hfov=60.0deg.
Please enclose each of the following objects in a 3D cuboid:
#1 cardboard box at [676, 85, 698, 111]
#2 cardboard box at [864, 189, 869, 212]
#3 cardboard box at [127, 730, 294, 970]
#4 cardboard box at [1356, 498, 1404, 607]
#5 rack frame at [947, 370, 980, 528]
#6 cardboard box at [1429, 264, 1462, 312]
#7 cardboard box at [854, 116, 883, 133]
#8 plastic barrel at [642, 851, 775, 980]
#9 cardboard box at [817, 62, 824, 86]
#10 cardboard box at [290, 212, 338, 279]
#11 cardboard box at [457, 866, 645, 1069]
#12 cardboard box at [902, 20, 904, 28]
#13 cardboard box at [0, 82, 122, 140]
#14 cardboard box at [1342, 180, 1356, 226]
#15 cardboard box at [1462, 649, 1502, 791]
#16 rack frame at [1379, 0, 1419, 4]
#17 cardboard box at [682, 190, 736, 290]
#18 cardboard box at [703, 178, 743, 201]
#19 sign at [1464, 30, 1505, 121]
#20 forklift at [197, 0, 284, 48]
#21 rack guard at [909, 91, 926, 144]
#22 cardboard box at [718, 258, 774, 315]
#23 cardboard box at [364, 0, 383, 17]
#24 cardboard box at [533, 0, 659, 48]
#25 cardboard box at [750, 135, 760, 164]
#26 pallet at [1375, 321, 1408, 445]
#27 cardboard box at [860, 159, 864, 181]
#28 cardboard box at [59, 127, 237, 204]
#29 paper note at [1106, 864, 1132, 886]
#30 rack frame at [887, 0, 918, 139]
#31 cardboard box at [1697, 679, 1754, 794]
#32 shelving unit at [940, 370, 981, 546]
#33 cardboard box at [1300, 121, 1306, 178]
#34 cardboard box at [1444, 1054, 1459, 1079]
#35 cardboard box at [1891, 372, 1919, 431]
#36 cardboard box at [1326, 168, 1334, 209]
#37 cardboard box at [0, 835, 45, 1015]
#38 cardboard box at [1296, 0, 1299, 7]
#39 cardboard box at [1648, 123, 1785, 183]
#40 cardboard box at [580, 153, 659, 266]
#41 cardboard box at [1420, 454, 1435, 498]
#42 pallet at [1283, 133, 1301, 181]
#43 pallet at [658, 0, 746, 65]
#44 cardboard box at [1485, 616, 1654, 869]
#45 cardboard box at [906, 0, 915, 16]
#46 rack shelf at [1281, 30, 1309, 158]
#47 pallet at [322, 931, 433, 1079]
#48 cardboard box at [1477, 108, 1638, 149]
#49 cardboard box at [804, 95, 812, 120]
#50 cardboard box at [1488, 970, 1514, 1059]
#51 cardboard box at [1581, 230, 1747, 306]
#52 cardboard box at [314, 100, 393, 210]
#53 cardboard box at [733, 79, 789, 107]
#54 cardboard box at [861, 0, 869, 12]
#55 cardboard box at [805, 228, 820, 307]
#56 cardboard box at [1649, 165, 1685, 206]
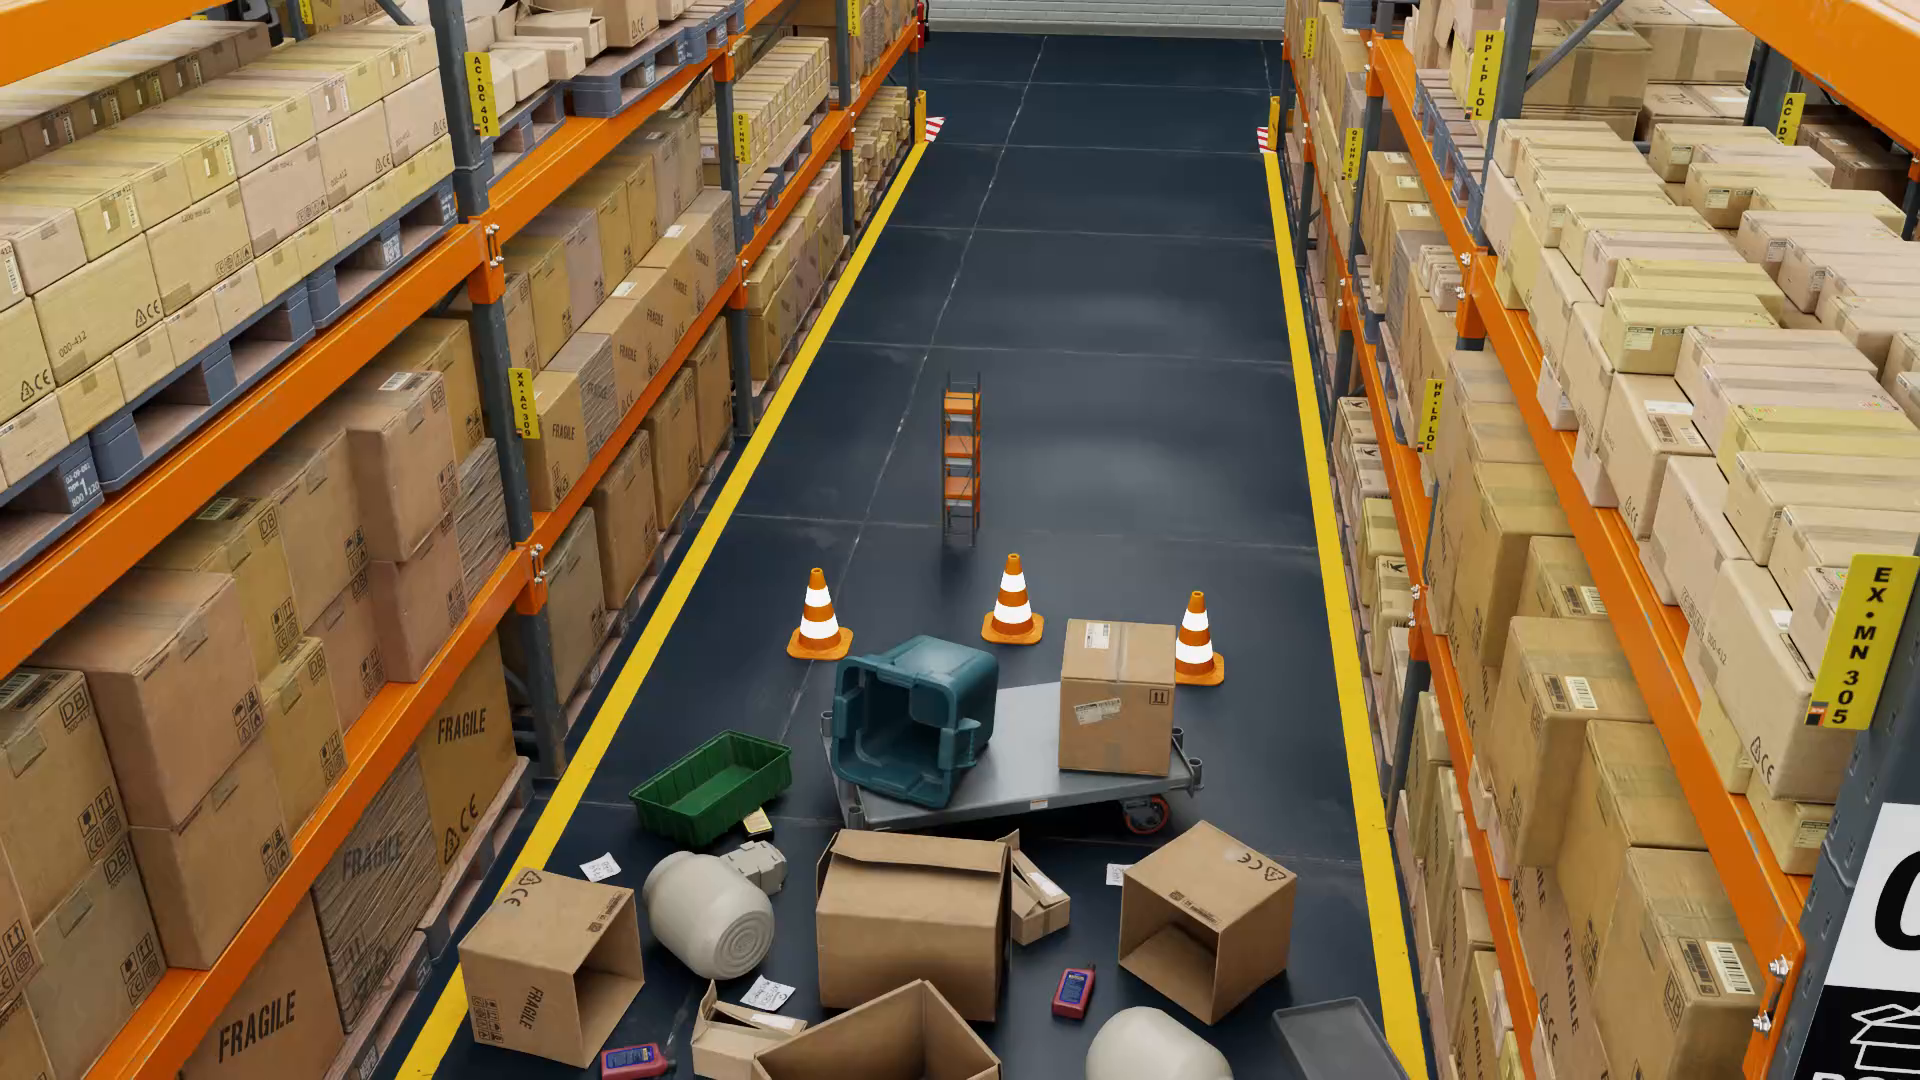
[{"bbox_3d":[-2.179,-3.289,12.387,0.380,0.149,0.250,5,29,9],"label":"cardboard box"},{"bbox_3d":[-1.058,-3.177,15.548,0.380,0.149,0.250,4,29,8],"label":"cardboard box"},{"bbox_3d":[-2.685,0.919,5.223,0.875,0.550,0.550,3,28,6],"label":"cardboard box"},{"bbox_3d":[2.721,0.095,9.239,0.950,0.372,0.625,4,29,8],"label":"cardboard box"},{"bbox_3d":[0.022,-0.545,10.154,0.200,1.050,0.008,3,28,6],"label":"rack frame"},{"bbox_3d":[2.395,-1.165,7.704,0.380,0.149,0.250,3,28,5],"label":"cardboard box"},{"bbox_3d":[-0.986,-4.171,16.764,0.380,0.149,0.250,2,28,4],"label":"cardboard box"},{"bbox_3d":[-1.051,1.553,6.920,0.421,0.421,0.512,-24,36,-37],"label":"plastic barrel"},{"bbox_3d":[-1.338,-3.852,13.746,0.380,0.149,0.250,4,29,7],"label":"cardboard box"},{"bbox_3d":[-2.286,-0.975,5.451,0.380,0.149,0.250,4,29,7],"label":"cardboard box"},{"bbox_3d":[-1.606,1.686,6.591,0.500,0.500,0.500,8,29,15],"label":"cardboard box"},{"bbox_3d":[-0.791,-5.457,17.482,0.380,0.149,0.250,3,28,6],"label":"cardboard box"},{"bbox_3d":[-2.939,-1.362,5.329,0.380,0.149,0.250,4,29,7],"label":"cardboard box"},{"bbox_3d":[2.788,-2.243,10.883,0.500,0.250,0.500,3,28,6],"label":"cardboard box"},{"bbox_3d":[2.047,0.525,5.693,0.500,0.500,0.500,3,28,6],"label":"cardboard box"},{"bbox_3d":[2.981,-4.488,9.092,1.000,3.000,0.127,3,28,6],"label":"rack frame"},{"bbox_3d":[-1.733,-1.903,10.515,0.500,0.500,0.500,3,28,6],"label":"cardboard box"},{"bbox_3d":[-1.689,-2.360,11.290,0.380,0.149,0.250,3,28,5],"label":"cardboard box"},{"bbox_3d":[1.939,-1.716,6.149,0.100,0.325,0.005,3,28,6],"label":"sign"},{"bbox_3d":[-5.097,-2.017,10.905,3.031,2.935,1.130,-11,30,-20],"label":"forklift"},{"bbox_3d":[-0.973,-4.716,18.477,1.175,0.500,0.348,3,28,6],"label":"rack guard"},{"bbox_3d":[-1.620,-1.812,11.853,0.500,0.250,0.500,2,28,4],"label":"cardboard box"},{"bbox_3d":[-5.925,-5.388,16.142,0.500,0.500,0.500,2,28,5],"label":"cardboard box"},{"bbox_3d":[-1.879,-2.846,8.553,0.500,0.500,0.500,3,28,6],"label":"cardboard box"},{"bbox_3d":[-1.625,-2.761,11.722,0.380,0.149,0.250,2,28,5],"label":"cardboard box"},{"bbox_3d":[2.779,-0.828,8.827,1.003,0.211,1.213,3,28,6],"label":"pallet"},{"bbox_3d":[-1.120,-3.550,15.927,0.380,0.149,0.250,2,28,4],"label":"cardboard box"},{"bbox_3d":[-2.349,-1.088,4.821,0.380,0.149,0.250,4,29,7],"label":"cardboard box"},{"bbox_3d":[0.733,1.494,7.445,0.148,0.019,0.142,3,28,6],"label":"paper note"},{"bbox_3d":[-0.964,-5.852,17.951,1.000,3.000,0.127,3,28,6],"label":"rack frame"},{"bbox_3d":[1.765,0.406,3.436,0.380,0.149,0.250,4,29,7],"label":"cardboard box"},{"bbox_3d":[0.007,-0.487,10.048,0.215,1.050,0.252,3,28,6],"label":"shelving unit"},{"bbox_3d":[3.876,-3.922,16.625,0.875,0.438,0.875,4,29,8],"label":"cardboard box"},{"bbox_3d":[1.963,2.059,5.723,0.500,0.250,0.500,2,28,4],"label":"cardboard box"},{"bbox_3d":[2.393,-0.267,3.844,0.380,0.149,0.250,3,28,6],"label":"cardboard box"},{"bbox_3d":[2.910,-2.511,11.907,0.500,0.250,0.500,3,28,6],"label":"cardboard box"},{"bbox_3d":[-2.841,0.965,3.999,0.875,0.550,0.550,3,28,6],"label":"cardboard box"},{"bbox_3d":[3.508,-5.401,15.953,0.500,0.500,0.500,3,28,6],"label":"cardboard box"},{"bbox_3d":[2.669,-1.363,5.879,0.380,0.149,0.250,4,29,7],"label":"cardboard box"},{"bbox_3d":[-2.131,-1.880,9.418,0.700,0.500,0.500,3,28,5],"label":"cardboard box"},{"bbox_3d":[2.280,-0.296,7.459,0.380,0.149,0.250,4,29,7],"label":"cardboard box"},{"bbox_3d":[3.941,-4.004,17.459,1.003,0.211,1.213,3,28,6],"label":"pallet"},{"bbox_3d":[-1.971,-3.018,9.726,1.213,0.211,1.003,5,29,9],"label":"pallet"},{"bbox_3d":[1.876,0.567,4.562,0.700,0.500,0.500,3,28,6],"label":"cardboard box"},{"bbox_3d":[-0.764,-5.801,17.436,0.500,0.500,0.500,4,29,7],"label":"cardboard box"},{"bbox_3d":[3.716,-4.354,15.928,1.077,0.370,4.000,3,28,6],"label":"rack shelf"},{"bbox_3d":[-2.752,1.953,6.402,1.003,0.211,1.213,3,28,6],"label":"pallet"},{"bbox_3d":[2.419,-1.687,6.771,0.500,0.250,0.500,3,28,5],"label":"cardboard box"},{"bbox_3d":[-1.401,-3.488,13.384,0.380,0.149,0.250,2,28,4],"label":"cardboard box"},{"bbox_3d":[1.886,1.518,5.252,0.380,0.149,0.250,5,29,8],"label":"cardboard box"},{"bbox_3d":[2.023,-0.779,4.795,0.380,0.149,0.250,3,28,5],"label":"cardboard box"},{"bbox_3d":[-2.302,-1.334,5.696,0.500,0.250,0.500,3,28,6],"label":"cardboard box"},{"bbox_3d":[-1.502,-3.365,12.529,0.380,0.149,0.250,3,28,5],"label":"cardboard box"},{"bbox_3d":[-1.109,-5.028,14.947,0.500,0.500,0.500,3,28,5],"label":"cardboard box"},{"bbox_3d":[-1.425,-2.208,13.379,0.500,0.500,0.500,3,28,5],"label":"cardboard box"},{"bbox_3d":[2.704,-1.125,5.857,0.500,0.250,0.500,3,28,6],"label":"cardboard box"}]
